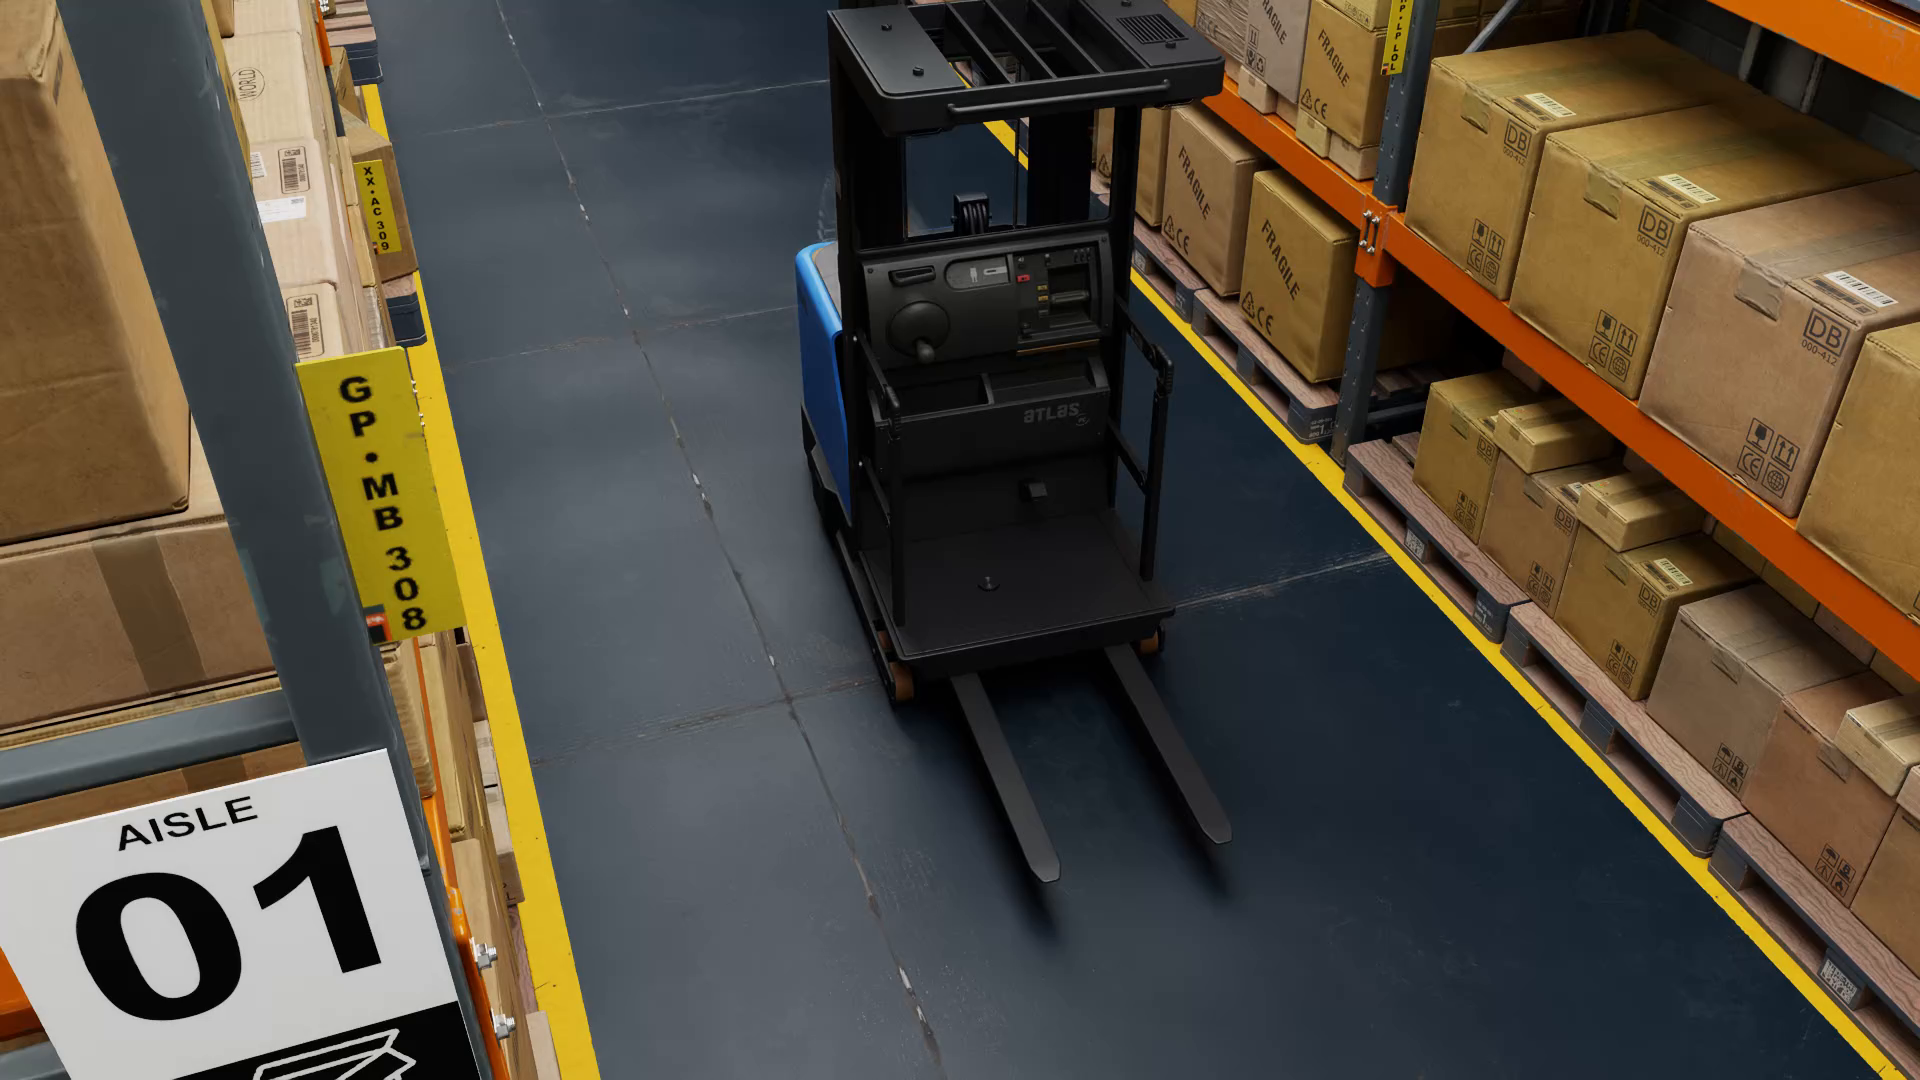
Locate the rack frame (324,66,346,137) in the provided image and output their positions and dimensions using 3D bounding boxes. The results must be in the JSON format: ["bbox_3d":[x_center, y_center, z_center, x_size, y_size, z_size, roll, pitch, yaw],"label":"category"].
[{"bbox_3d":[-2.434,-0.634,5.599,1.000,3.000,0.127,-12,39,-16],"label":"rack frame"}]

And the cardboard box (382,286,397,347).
[{"bbox_3d":[-2.021,-0.445,5.264,0.500,0.500,0.500,-12,39,-15],"label":"cardboard box"}]

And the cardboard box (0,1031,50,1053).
[{"bbox_3d":[-1.469,0.992,2.526,0.500,0.500,0.500,-13,39,-16],"label":"cardboard box"}]

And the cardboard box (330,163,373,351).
[{"bbox_3d":[-1.330,-0.423,2.949,0.500,0.250,0.500,-12,39,-16],"label":"cardboard box"}]

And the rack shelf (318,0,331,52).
[{"bbox_3d":[-3.123,-2.675,6.412,1.077,0.370,4.000,-12,39,-16],"label":"rack shelf"}]

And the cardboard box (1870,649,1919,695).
[{"bbox_3d":[3.227,0.397,5.420,0.380,0.149,0.250,-12,39,-16],"label":"cardboard box"}]

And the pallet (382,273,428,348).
[{"bbox_3d":[-2.607,-1.031,6.286,1.003,0.211,1.213,-12,39,-16],"label":"pallet"}]

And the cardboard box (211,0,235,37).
[{"bbox_3d":[-1.700,-1.161,2.890,0.700,0.500,0.500,-12,39,-16],"label":"cardboard box"}]

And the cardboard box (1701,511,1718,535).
[{"bbox_3d":[2.874,-0.181,6.186,0.380,0.149,0.250,-12,39,-15],"label":"cardboard box"}]

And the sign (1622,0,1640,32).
[{"bbox_3d":[2.736,-2.155,6.832,0.100,0.325,0.005,-12,39,-16],"label":"sign"}]

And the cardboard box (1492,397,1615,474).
[{"bbox_3d":[2.323,-0.415,6.497,0.380,0.149,0.250,-11,38,-14],"label":"cardboard box"}]

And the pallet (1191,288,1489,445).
[{"bbox_3d":[1.879,-0.968,8.360,1.003,0.211,1.213,-12,39,-16],"label":"pallet"}]

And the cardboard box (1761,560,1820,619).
[{"bbox_3d":[3.050,0.108,5.803,0.380,0.149,0.250,-12,39,-15],"label":"cardboard box"}]

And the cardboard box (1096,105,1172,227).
[{"bbox_3d":[1.264,-2.292,9.237,0.750,0.750,0.750,-13,39,-16],"label":"cardboard box"}]

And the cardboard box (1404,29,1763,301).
[{"bbox_3d":[2.387,-1.472,6.461,0.980,0.700,0.700,-12,39,-15],"label":"cardboard box"}]

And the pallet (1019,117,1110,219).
[{"bbox_3d":[1.039,-2.347,10.190,1.003,0.211,1.213,-12,39,-16],"label":"pallet"}]

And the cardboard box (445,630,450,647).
[{"bbox_3d":[-1.493,0.017,3.820,0.500,0.500,0.500,-13,39,-16],"label":"cardboard box"}]

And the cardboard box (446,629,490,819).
[{"bbox_3d":[-1.486,0.423,4.112,0.500,0.500,0.500,-12,39,-15],"label":"cardboard box"}]

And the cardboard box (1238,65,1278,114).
[{"bbox_3d":[1.531,-2.132,7.780,0.380,0.149,0.250,-12,39,-16],"label":"cardboard box"}]

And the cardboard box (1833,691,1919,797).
[{"bbox_3d":[2.953,0.616,5.129,0.380,0.149,0.250,-11,38,-15],"label":"cardboard box"}]

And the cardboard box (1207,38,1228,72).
[{"bbox_3d":[1.437,-2.428,8.173,0.380,0.149,0.250,-13,39,-17],"label":"cardboard box"}]

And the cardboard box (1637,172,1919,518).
[{"bbox_3d":[2.892,-0.649,5.369,0.980,0.700,0.700,-14,39,-18],"label":"cardboard box"}]

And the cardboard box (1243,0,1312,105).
[{"bbox_3d":[1.635,-2.323,7.494,0.500,0.500,0.500,-12,39,-16],"label":"cardboard box"}]

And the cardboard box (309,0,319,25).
[{"bbox_3d":[-2.017,-1.553,4.450,0.500,0.250,0.500,-12,39,-16],"label":"cardboard box"}]

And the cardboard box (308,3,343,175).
[{"bbox_3d":[-1.675,-0.987,3.699,0.500,0.250,0.500,-12,39,-16],"label":"cardboard box"}]

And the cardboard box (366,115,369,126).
[{"bbox_3d":[-3.715,-2.320,9.773,0.500,0.250,0.500,-13,39,-16],"label":"cardboard box"}]

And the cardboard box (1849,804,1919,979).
[{"bbox_3d":[3.257,1.054,5.086,0.700,0.500,0.500,-12,39,-16],"label":"cardboard box"}]

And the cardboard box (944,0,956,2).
[{"bbox_3d":[0.277,-4.084,11.891,0.700,0.500,0.500,-13,39,-16],"label":"cardboard box"}]

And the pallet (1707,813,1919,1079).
[{"bbox_3d":[3.243,1.276,5.380,1.003,0.211,1.213,-12,39,-16],"label":"pallet"}]

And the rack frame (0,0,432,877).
[{"bbox_3d":[-1.058,-0.771,0.794,1.000,3.000,0.127,-12,39,-16],"label":"rack frame"}]

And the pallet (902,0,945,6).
[{"bbox_3d":[0.155,-3.937,12.302,1.003,0.211,1.213,-12,39,-16],"label":"pallet"}]

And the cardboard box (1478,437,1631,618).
[{"bbox_3d":[2.546,-0.103,6.622,0.700,0.500,0.500,-13,39,-16],"label":"cardboard box"}]

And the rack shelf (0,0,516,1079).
[{"bbox_3d":[-1.746,-0.415,3.413,1.077,0.370,4.000,-12,39,-16],"label":"rack shelf"}]

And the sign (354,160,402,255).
[{"bbox_3d":[-1.928,-1.096,5.493,0.100,0.325,0.005,-12,39,-16],"label":"sign"}]

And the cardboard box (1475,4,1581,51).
[{"bbox_3d":[2.294,-2.140,7.252,0.500,0.500,0.500,-14,39,-17],"label":"cardboard box"}]

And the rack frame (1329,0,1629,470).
[{"bbox_3d":[2.215,-1.662,6.963,1.000,3.000,0.127,-12,39,-16],"label":"rack frame"}]

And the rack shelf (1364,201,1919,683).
[{"bbox_3d":[2.904,-0.245,5.679,1.077,0.370,4.000,-12,39,-16],"label":"rack shelf"}]

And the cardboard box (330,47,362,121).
[{"bbox_3d":[-2.684,-1.531,6.357,0.700,0.500,0.500,-7,37,-9],"label":"cardboard box"}]

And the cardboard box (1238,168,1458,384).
[{"bbox_3d":[1.870,-1.311,7.935,0.750,0.750,0.750,-12,39,-15],"label":"cardboard box"}]

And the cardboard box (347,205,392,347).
[{"bbox_3d":[-1.839,-0.552,4.576,0.500,0.500,0.500,-13,39,-17],"label":"cardboard box"}]

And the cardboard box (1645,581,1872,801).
[{"bbox_3d":[2.911,0.487,5.839,0.700,0.500,0.500,-14,39,-17],"label":"cardboard box"}]

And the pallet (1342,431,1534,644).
[{"bbox_3d":[2.404,-0.102,7.210,1.003,0.211,1.213,-12,39,-16],"label":"pallet"}]

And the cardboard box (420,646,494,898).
[{"bbox_3d":[-1.150,0.587,3.063,0.500,0.500,0.500,-12,39,-15],"label":"cardboard box"}]

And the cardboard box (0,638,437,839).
[{"bbox_3d":[-0.996,0.145,2.196,0.500,0.250,0.500,-12,39,-16],"label":"cardboard box"}]

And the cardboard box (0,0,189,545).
[{"bbox_3d":[-1.250,-0.299,1.746,0.700,0.500,0.500,-12,39,-16],"label":"cardboard box"}]

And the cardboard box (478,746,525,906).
[{"bbox_3d":[-1.714,0.951,5.363,0.500,0.311,0.500,-12,39,-16],"label":"cardboard box"}]

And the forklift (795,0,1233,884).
[{"bbox_3d":[0.172,-0.810,5.889,1.130,2.935,3.031,-10,38,-13],"label":"forklift"}]

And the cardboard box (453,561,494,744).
[{"bbox_3d":[-1.972,0.452,5.869,0.500,0.500,0.500,-12,39,-16],"label":"cardboard box"}]

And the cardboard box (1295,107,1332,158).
[{"bbox_3d":[1.724,-1.839,7.391,0.380,0.149,0.250,-12,39,-15],"label":"cardboard box"}]

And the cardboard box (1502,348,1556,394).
[{"bbox_3d":[2.513,-0.769,6.968,0.380,0.149,0.250,-13,39,-16],"label":"cardboard box"}]

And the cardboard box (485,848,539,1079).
[{"bbox_3d":[-1.146,0.990,3.359,0.500,0.500,0.500,-13,39,-16],"label":"cardboard box"}]

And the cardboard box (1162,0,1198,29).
[{"bbox_3d":[1.293,-2.890,8.246,0.500,0.500,0.500,-11,38,-15],"label":"cardboard box"}]

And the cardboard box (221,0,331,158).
[{"bbox_3d":[-1.502,-0.905,3.174,0.500,0.250,0.500,-12,39,-16],"label":"cardboard box"}]

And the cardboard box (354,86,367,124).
[{"bbox_3d":[-3.715,-2.544,9.604,0.500,0.311,0.500,-11,38,-14],"label":"cardboard box"}]

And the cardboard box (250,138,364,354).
[{"bbox_3d":[-1.156,-0.340,2.425,0.500,0.250,0.500,-12,39,-16],"label":"cardboard box"}]
